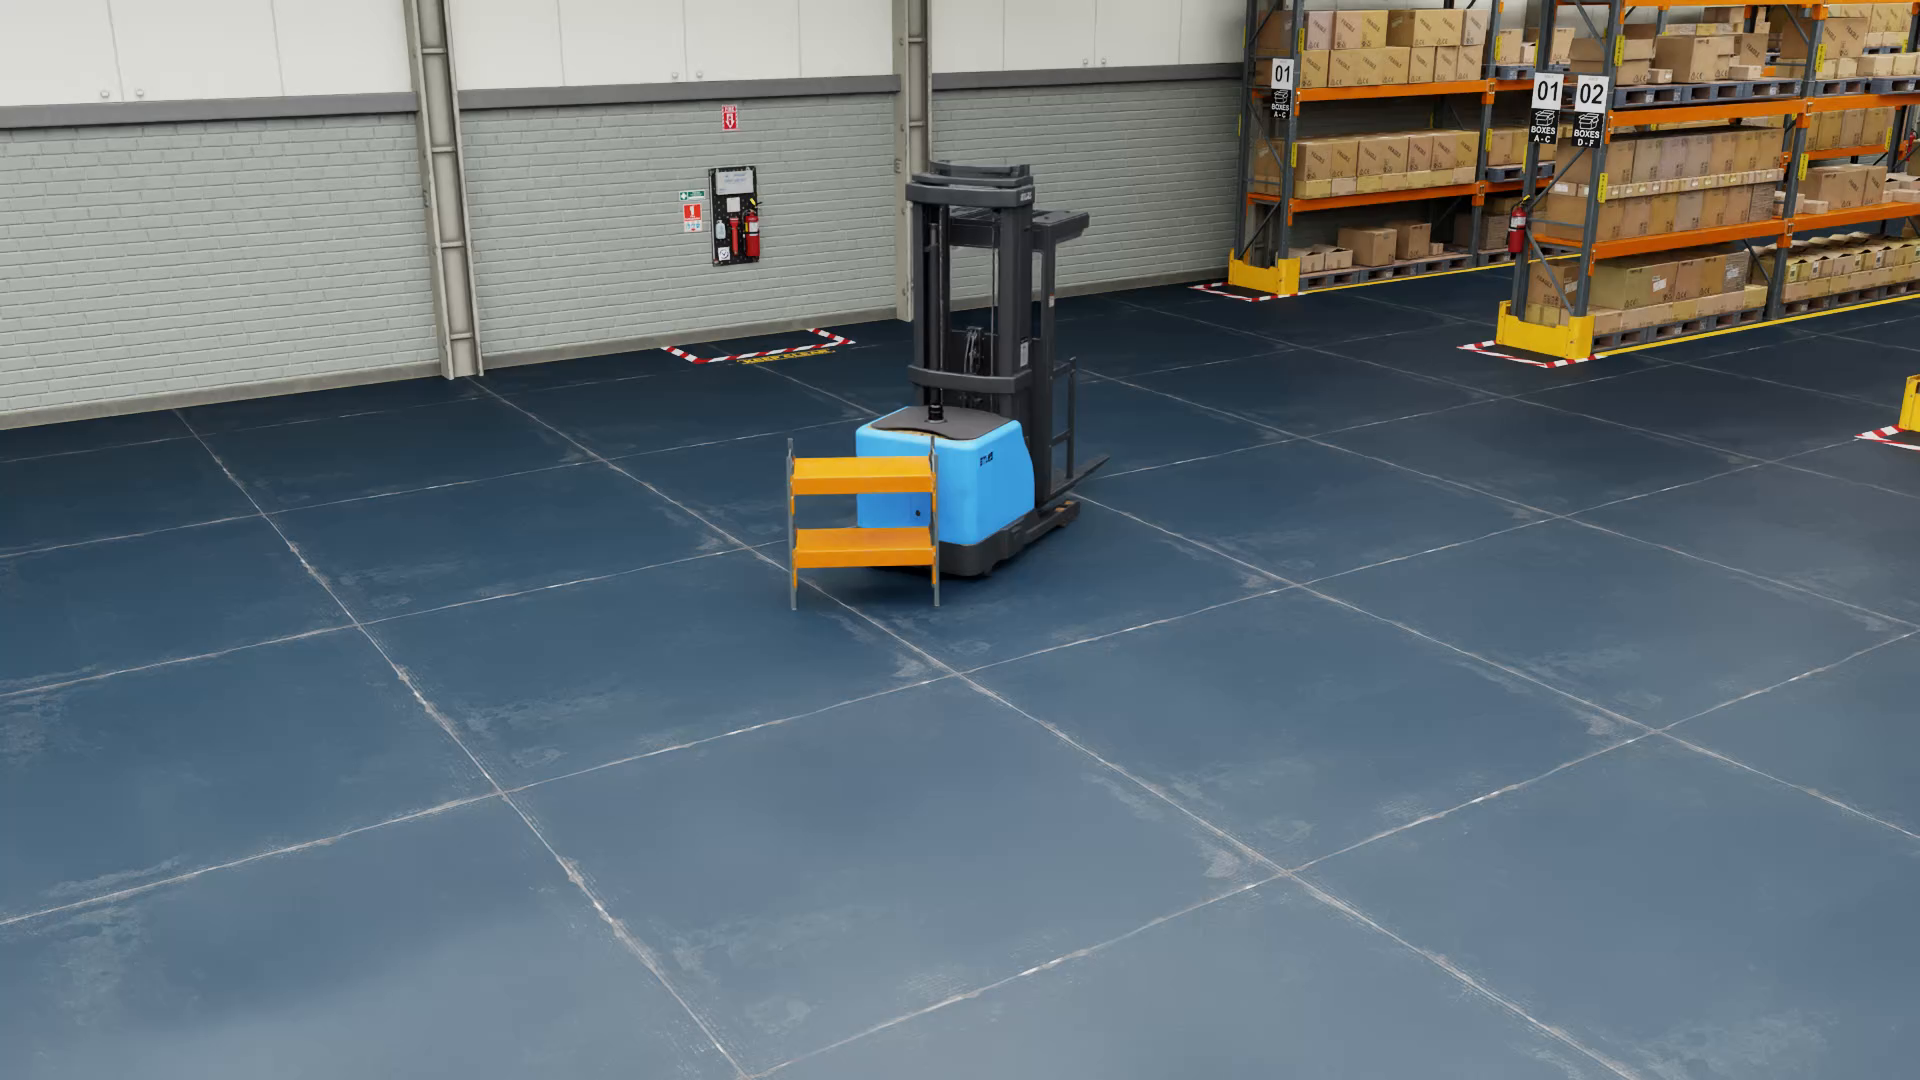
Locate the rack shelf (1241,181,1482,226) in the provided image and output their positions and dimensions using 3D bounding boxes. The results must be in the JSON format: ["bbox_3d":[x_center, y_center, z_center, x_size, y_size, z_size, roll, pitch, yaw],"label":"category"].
[{"bbox_3d":[5.972,-5.055,24.636,4.000,0.370,1.077,-12,22,-31],"label":"rack shelf"}]

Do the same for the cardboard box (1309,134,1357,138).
[{"bbox_3d":[5.434,-5.655,24.320,0.500,0.500,0.500,-13,22,-33],"label":"cardboard box"}]

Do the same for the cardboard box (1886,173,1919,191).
[{"bbox_3d":[13.383,-5.033,23.588,0.500,0.311,0.500,-10,21,-28],"label":"cardboard box"}]

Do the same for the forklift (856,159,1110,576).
[{"bbox_3d":[0.338,-1.550,13.252,1.130,2.935,3.031,10,21,26],"label":"forklift"}]

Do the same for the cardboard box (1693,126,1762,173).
[{"bbox_3d":[9.582,-4.916,20.921,0.500,0.500,0.700,-12,22,-32],"label":"cardboard box"}]

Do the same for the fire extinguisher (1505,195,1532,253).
[{"bbox_3d":[6.675,-3.786,19.879,0.183,0.674,0.296,-12,22,-31],"label":"fire extinguisher"}]

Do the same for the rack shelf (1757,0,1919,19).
[{"bbox_3d":[12.040,-7.087,21.906,4.000,0.370,1.077,-12,22,-31],"label":"rack shelf"}]

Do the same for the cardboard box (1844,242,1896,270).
[{"bbox_3d":[12.555,-3.950,23.008,0.500,0.311,0.500,-12,22,-32],"label":"cardboard box"}]

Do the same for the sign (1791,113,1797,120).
[{"bbox_3d":[14.631,-7.524,29.134,0.005,0.325,0.100,-12,22,-31],"label":"sign"}]

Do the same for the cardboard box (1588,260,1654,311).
[{"bbox_3d":[8.016,-3.094,20.179,0.500,0.500,0.500,-12,22,-31],"label":"cardboard box"}]

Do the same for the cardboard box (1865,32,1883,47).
[{"bbox_3d":[16.333,-9.073,30.136,0.500,0.250,0.500,-13,22,-33],"label":"cardboard box"}]

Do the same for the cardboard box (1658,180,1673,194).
[{"bbox_3d":[8.337,-4.267,20.014,0.250,0.149,0.380,-13,23,-33],"label":"cardboard box"}]

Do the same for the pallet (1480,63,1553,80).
[{"bbox_3d":[8.217,-7.160,25.349,1.003,0.211,1.213,-12,22,-31],"label":"pallet"}]

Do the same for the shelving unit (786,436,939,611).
[{"bbox_3d":[-0.689,-0.125,11.858,1.048,1.125,0.538,-1,19,-4],"label":"shelving unit"}]

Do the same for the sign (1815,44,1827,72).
[{"bbox_3d":[10.677,-5.979,20.631,0.005,0.325,0.100,-12,22,-31],"label":"sign"}]

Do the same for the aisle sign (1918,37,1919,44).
[{"bbox_3d":[17.890,-9.025,31.198,0.004,0.787,0.394,-12,22,-31],"label":"aisle sign"}]

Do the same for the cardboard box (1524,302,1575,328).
[{"bbox_3d":[7.315,-2.789,20.447,0.500,0.250,0.500,-12,22,-31],"label":"cardboard box"}]

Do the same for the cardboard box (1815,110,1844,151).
[{"bbox_3d":[15.399,-7.517,30.328,0.700,0.700,0.980,-13,22,-33],"label":"cardboard box"}]

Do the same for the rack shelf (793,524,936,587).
[{"bbox_3d":[-0.689,0.107,11.937,1.000,0.278,0.538,-1,19,-4],"label":"rack shelf"}]

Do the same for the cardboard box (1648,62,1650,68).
[{"bbox_3d":[7.846,-5.607,19.824,0.500,0.250,0.500,-12,22,-31],"label":"cardboard box"}]

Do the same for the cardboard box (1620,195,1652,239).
[{"bbox_3d":[7.862,-3.939,20.056,0.500,0.500,0.700,-11,22,-30],"label":"cardboard box"}]

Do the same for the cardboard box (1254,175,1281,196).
[{"bbox_3d":[4.586,-5.116,23.896,0.500,0.250,0.500,-12,22,-31],"label":"cardboard box"}]

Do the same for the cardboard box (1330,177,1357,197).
[{"bbox_3d":[5.310,-5.078,23.784,0.500,0.250,0.500,-13,22,-33],"label":"cardboard box"}]

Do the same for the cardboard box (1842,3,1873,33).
[{"bbox_3d":[15.909,-9.340,29.755,0.500,0.500,0.500,-12,22,-31],"label":"cardboard box"}]

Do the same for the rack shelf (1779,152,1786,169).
[{"bbox_3d":[12.654,-6.464,28.804,4.000,0.370,1.077,-12,22,-31],"label":"rack shelf"}]

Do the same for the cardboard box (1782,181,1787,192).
[{"bbox_3d":[15.005,-6.276,30.372,0.500,0.500,0.700,-12,22,-31],"label":"cardboard box"}]

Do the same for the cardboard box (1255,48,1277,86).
[{"bbox_3d":[4.511,-6.662,23.397,0.500,0.500,0.500,-10,21,-28],"label":"cardboard box"}]

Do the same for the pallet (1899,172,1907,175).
[{"bbox_3d":[14.238,-5.175,24.169,1.003,0.211,1.213,-12,22,-31],"label":"pallet"}]

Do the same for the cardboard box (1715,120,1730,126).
[{"bbox_3d":[12.818,-6.938,28.431,0.500,0.500,0.500,-11,22,-30],"label":"cardboard box"}]

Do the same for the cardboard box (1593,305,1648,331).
[{"bbox_3d":[8.015,-2.739,20.301,0.500,0.250,0.500,-12,22,-31],"label":"cardboard box"}]

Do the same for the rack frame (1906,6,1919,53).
[{"bbox_3d":[13.711,-7.970,22.768,0.127,3.000,1.000,-12,22,-31],"label":"rack frame"}]

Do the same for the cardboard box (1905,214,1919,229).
[{"bbox_3d":[14.408,-4.746,24.645,0.500,0.250,0.500,-11,22,-29],"label":"cardboard box"}]

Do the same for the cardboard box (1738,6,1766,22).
[{"bbox_3d":[13.517,-9.069,28.689,0.500,0.250,0.500,-10,21,-28],"label":"cardboard box"}]

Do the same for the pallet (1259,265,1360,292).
[{"bbox_3d":[5.063,-3.869,24.360,1.213,0.211,1.003,-12,22,-31],"label":"pallet"}]

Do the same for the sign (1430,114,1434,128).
[{"bbox_3d":[7.334,-6.444,25.814,0.005,0.325,0.100,-12,22,-31],"label":"sign"}]

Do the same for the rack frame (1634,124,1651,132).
[{"bbox_3d":[10.983,-6.452,27.646,0.127,3.000,1.000,-12,22,-31],"label":"rack frame"}]

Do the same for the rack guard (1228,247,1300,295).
[{"bbox_3d":[4.365,-3.872,23.918,0.348,0.500,1.175,-12,22,-31],"label":"rack guard"}]

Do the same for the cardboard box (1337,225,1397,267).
[{"bbox_3d":[6.046,-4.381,24.737,0.500,0.500,0.700,-14,23,-35],"label":"cardboard box"}]

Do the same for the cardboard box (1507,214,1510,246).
[{"bbox_3d":[8.652,-5.010,26.598,0.500,0.500,0.700,-12,22,-32],"label":"cardboard box"}]

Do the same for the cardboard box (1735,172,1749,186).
[{"bbox_3d":[9.617,-4.536,20.811,0.250,0.149,0.380,-12,22,-32],"label":"cardboard box"}]

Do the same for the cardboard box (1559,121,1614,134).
[{"bbox_3d":[10.144,-6.517,26.995,0.500,0.500,0.700,-14,23,-36],"label":"cardboard box"}]

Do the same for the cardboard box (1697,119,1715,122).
[{"bbox_3d":[12.368,-7.200,28.036,0.500,0.250,0.500,-12,22,-31],"label":"cardboard box"}]

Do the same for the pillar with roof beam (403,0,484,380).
[{"bbox_3d":[-3.244,-4.975,13.908,0.400,9.000,9.100,-12,22,-31],"label":"pillar with roof beam"}]

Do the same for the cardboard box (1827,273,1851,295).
[{"bbox_3d":[11.702,-3.506,22.570,0.500,0.250,0.500,-13,22,-33],"label":"cardboard box"}]

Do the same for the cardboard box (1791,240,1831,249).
[{"bbox_3d":[11.822,-4.001,23.159,0.500,0.311,0.500,-12,22,-32],"label":"cardboard box"}]

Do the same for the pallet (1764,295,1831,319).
[{"bbox_3d":[10.964,-3.243,22.506,1.213,0.211,1.003,-12,22,-31],"label":"pallet"}]

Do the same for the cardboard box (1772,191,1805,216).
[{"bbox_3d":[10.757,-4.451,21.960,0.500,0.250,0.500,-10,21,-28],"label":"cardboard box"}]

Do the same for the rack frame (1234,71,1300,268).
[{"bbox_3d":[4.302,-5.043,23.478,0.127,3.000,1.000,-12,22,-31],"label":"rack frame"}]

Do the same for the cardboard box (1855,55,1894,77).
[{"bbox_3d":[12.001,-6.293,22.069,0.500,0.250,0.500,-14,23,-36],"label":"cardboard box"}]

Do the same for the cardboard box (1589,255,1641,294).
[{"bbox_3d":[8.141,-3.324,20.862,0.500,0.500,0.500,-12,22,-31],"label":"cardboard box"}]

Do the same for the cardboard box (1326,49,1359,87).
[{"bbox_3d":[5.187,-6.598,23.207,0.500,0.500,0.500,-10,21,-28],"label":"cardboard box"}]

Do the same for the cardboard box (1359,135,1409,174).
[{"bbox_3d":[6.144,-5.608,24.182,0.500,0.500,0.500,-11,22,-30],"label":"cardboard box"}]

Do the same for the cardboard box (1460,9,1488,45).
[{"bbox_3d":[7.373,-7.538,24.427,0.500,0.500,0.500,-14,23,-36],"label":"cardboard box"}]

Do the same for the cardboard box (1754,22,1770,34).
[{"bbox_3d":[13.529,-8.708,28.792,0.500,0.500,0.700,-13,23,-34],"label":"cardboard box"}]
